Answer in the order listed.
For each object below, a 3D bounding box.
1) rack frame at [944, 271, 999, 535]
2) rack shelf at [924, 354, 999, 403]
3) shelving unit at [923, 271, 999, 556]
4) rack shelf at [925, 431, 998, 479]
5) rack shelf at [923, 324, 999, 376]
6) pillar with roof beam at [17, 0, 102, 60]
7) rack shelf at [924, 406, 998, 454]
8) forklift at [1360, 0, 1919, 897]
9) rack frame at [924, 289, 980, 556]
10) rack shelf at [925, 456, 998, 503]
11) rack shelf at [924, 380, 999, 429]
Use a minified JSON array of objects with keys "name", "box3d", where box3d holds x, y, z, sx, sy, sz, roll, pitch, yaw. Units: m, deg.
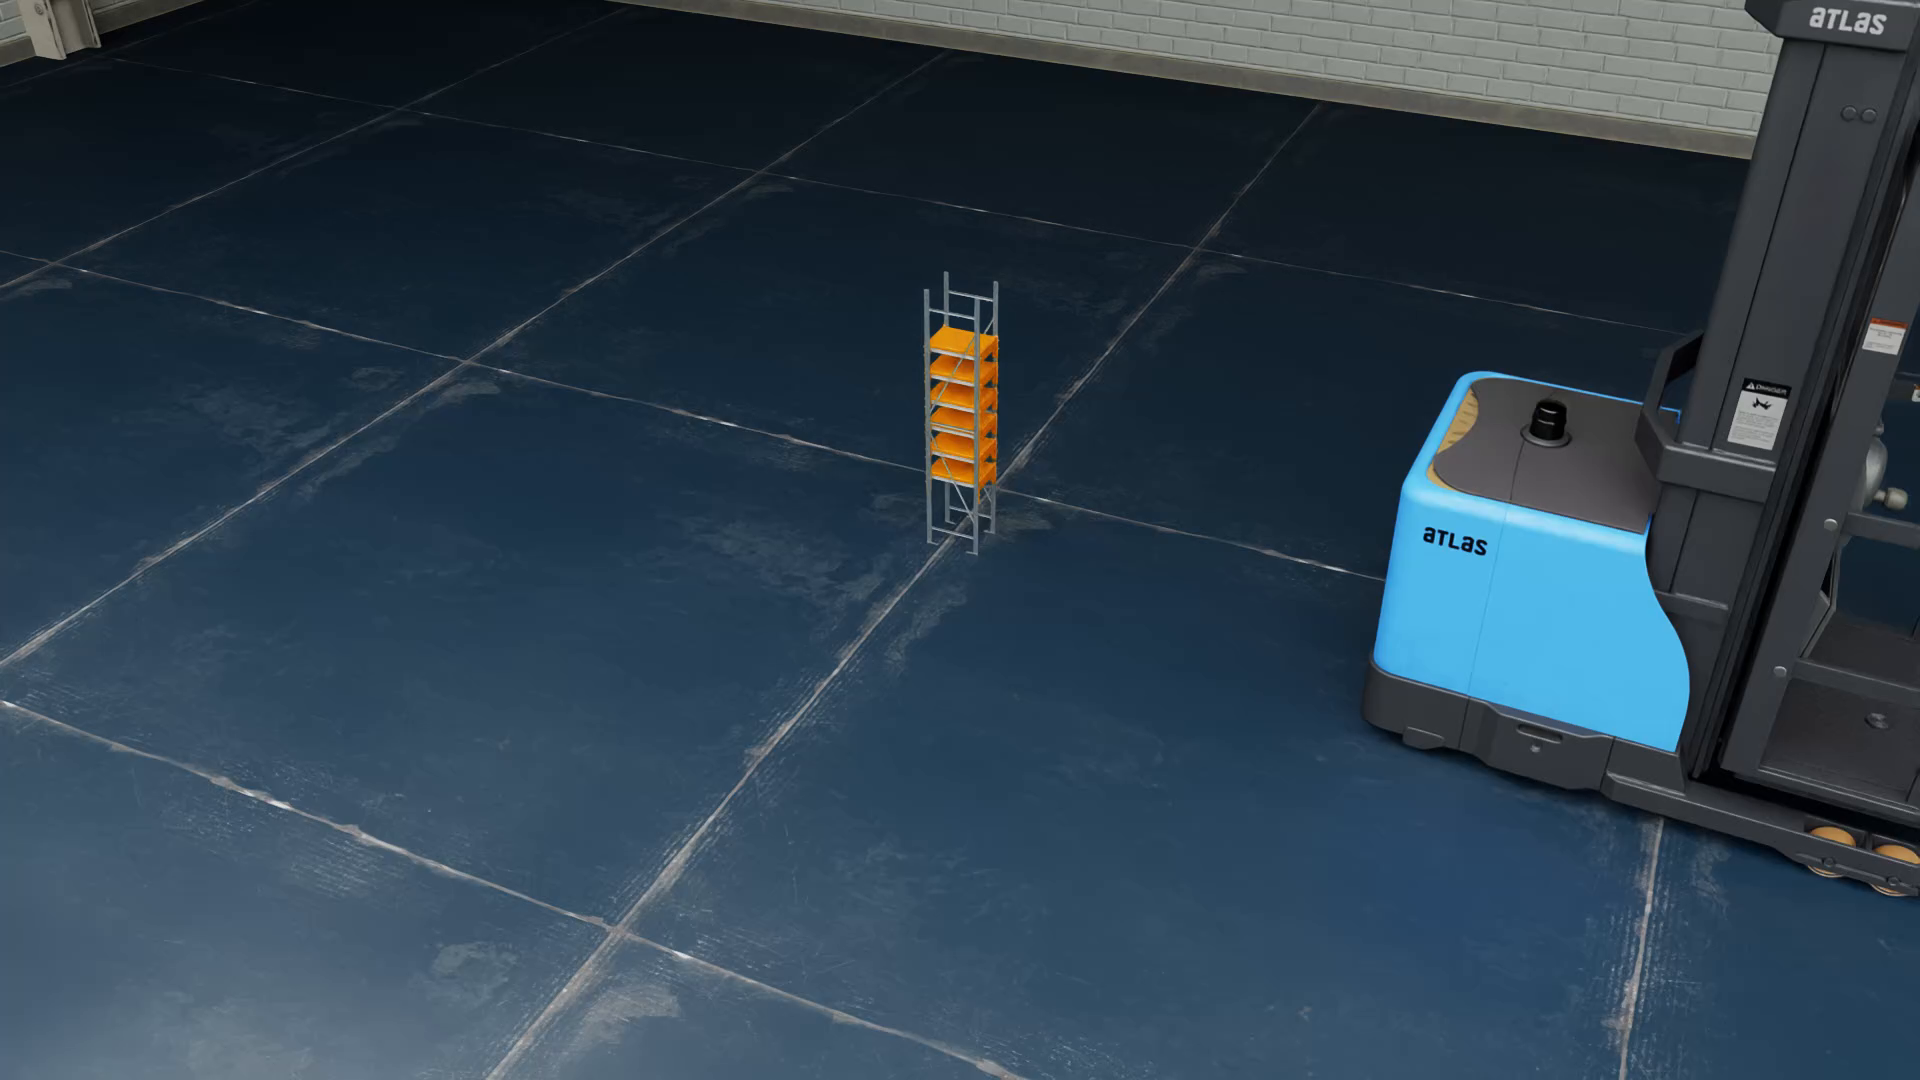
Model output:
[{"name":"rack frame","box3d":[0.044,-0.555,7.001,0.240,1.200,0.006,14,36,20]},{"name":"rack shelf","box3d":[0.006,-0.673,6.825,0.258,0.103,0.180,14,36,20]},{"name":"shelving unit","box3d":[0.006,-0.509,6.932,0.258,1.200,0.189,14,36,20]},{"name":"rack shelf","box3d":[0.006,-0.371,7.022,0.258,0.103,0.180,14,36,20]},{"name":"rack shelf","box3d":[0.006,-0.773,6.759,0.258,0.103,0.180,14,36,20]},{"name":"pillar with roof beam","box3d":[-3.146,-6.647,9.181,9.100,9.000,0.400,14,36,20]},{"name":"rack shelf","box3d":[0.006,-0.472,6.956,0.258,0.103,0.180,14,36,20]},{"name":"forklift","box3d":[3.036,-0.390,5.172,3.031,2.935,1.130,15,36,22]},{"name":"rack frame","box3d":[-0.032,-0.463,6.862,0.240,1.200,0.006,14,36,20]},{"name":"rack shelf","box3d":[0.006,-0.271,7.088,0.258,0.103,0.180,14,36,20]},{"name":"rack shelf","box3d":[0.006,-0.572,6.891,0.258,0.103,0.180,14,36,20]}]
